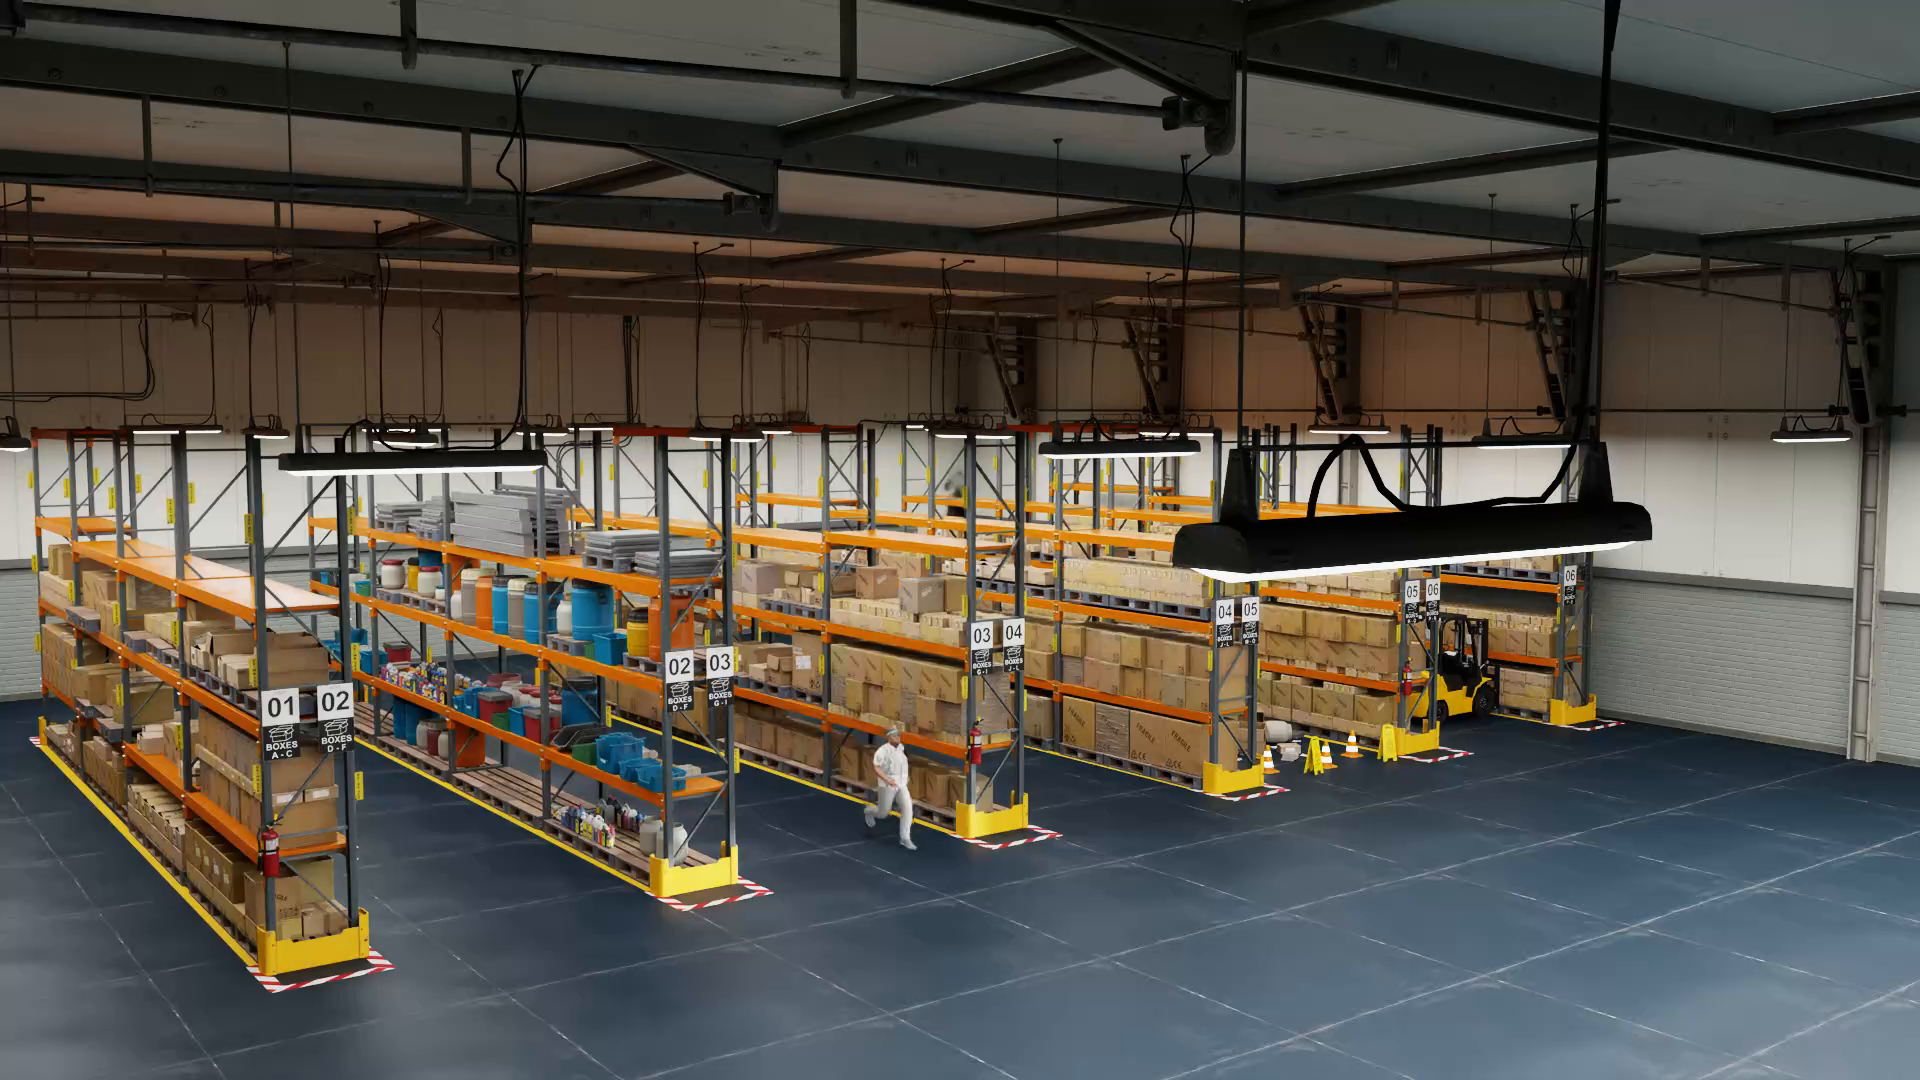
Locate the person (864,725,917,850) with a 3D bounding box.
[{"bbox_3d":[-1.008,3.577,24.254,0.641,1.784,1.035,-4,6,-39],"label":"person"}]
